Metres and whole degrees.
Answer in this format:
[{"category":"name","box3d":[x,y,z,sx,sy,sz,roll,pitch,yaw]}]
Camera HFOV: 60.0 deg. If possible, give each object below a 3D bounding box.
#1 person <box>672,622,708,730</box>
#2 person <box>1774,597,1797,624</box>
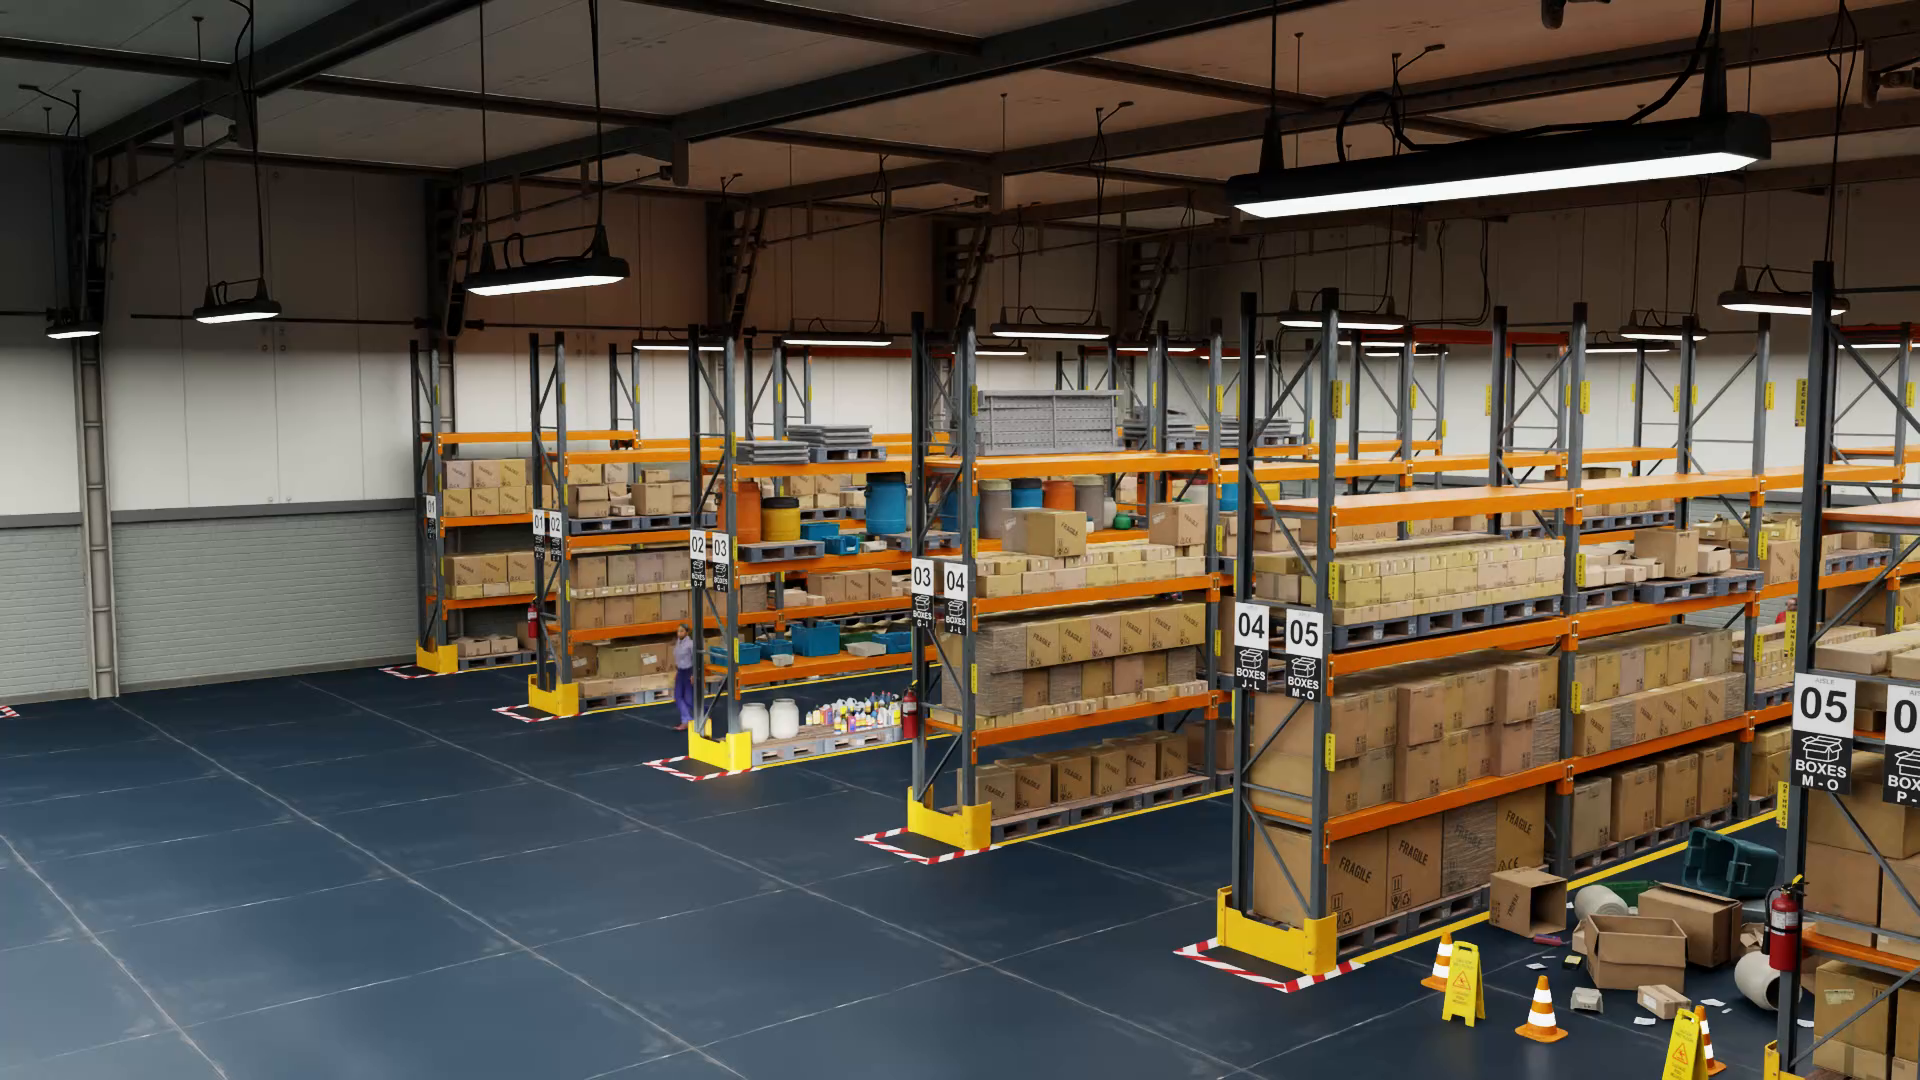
[{"category":"person","box3d":[-4.045,2.042,25.088,0.534,1.638,0.549,-5,7,-44]},{"category":"person","box3d":[13.731,1.778,27.510,1.099,1.664,0.619,-5,7,-42]}]
